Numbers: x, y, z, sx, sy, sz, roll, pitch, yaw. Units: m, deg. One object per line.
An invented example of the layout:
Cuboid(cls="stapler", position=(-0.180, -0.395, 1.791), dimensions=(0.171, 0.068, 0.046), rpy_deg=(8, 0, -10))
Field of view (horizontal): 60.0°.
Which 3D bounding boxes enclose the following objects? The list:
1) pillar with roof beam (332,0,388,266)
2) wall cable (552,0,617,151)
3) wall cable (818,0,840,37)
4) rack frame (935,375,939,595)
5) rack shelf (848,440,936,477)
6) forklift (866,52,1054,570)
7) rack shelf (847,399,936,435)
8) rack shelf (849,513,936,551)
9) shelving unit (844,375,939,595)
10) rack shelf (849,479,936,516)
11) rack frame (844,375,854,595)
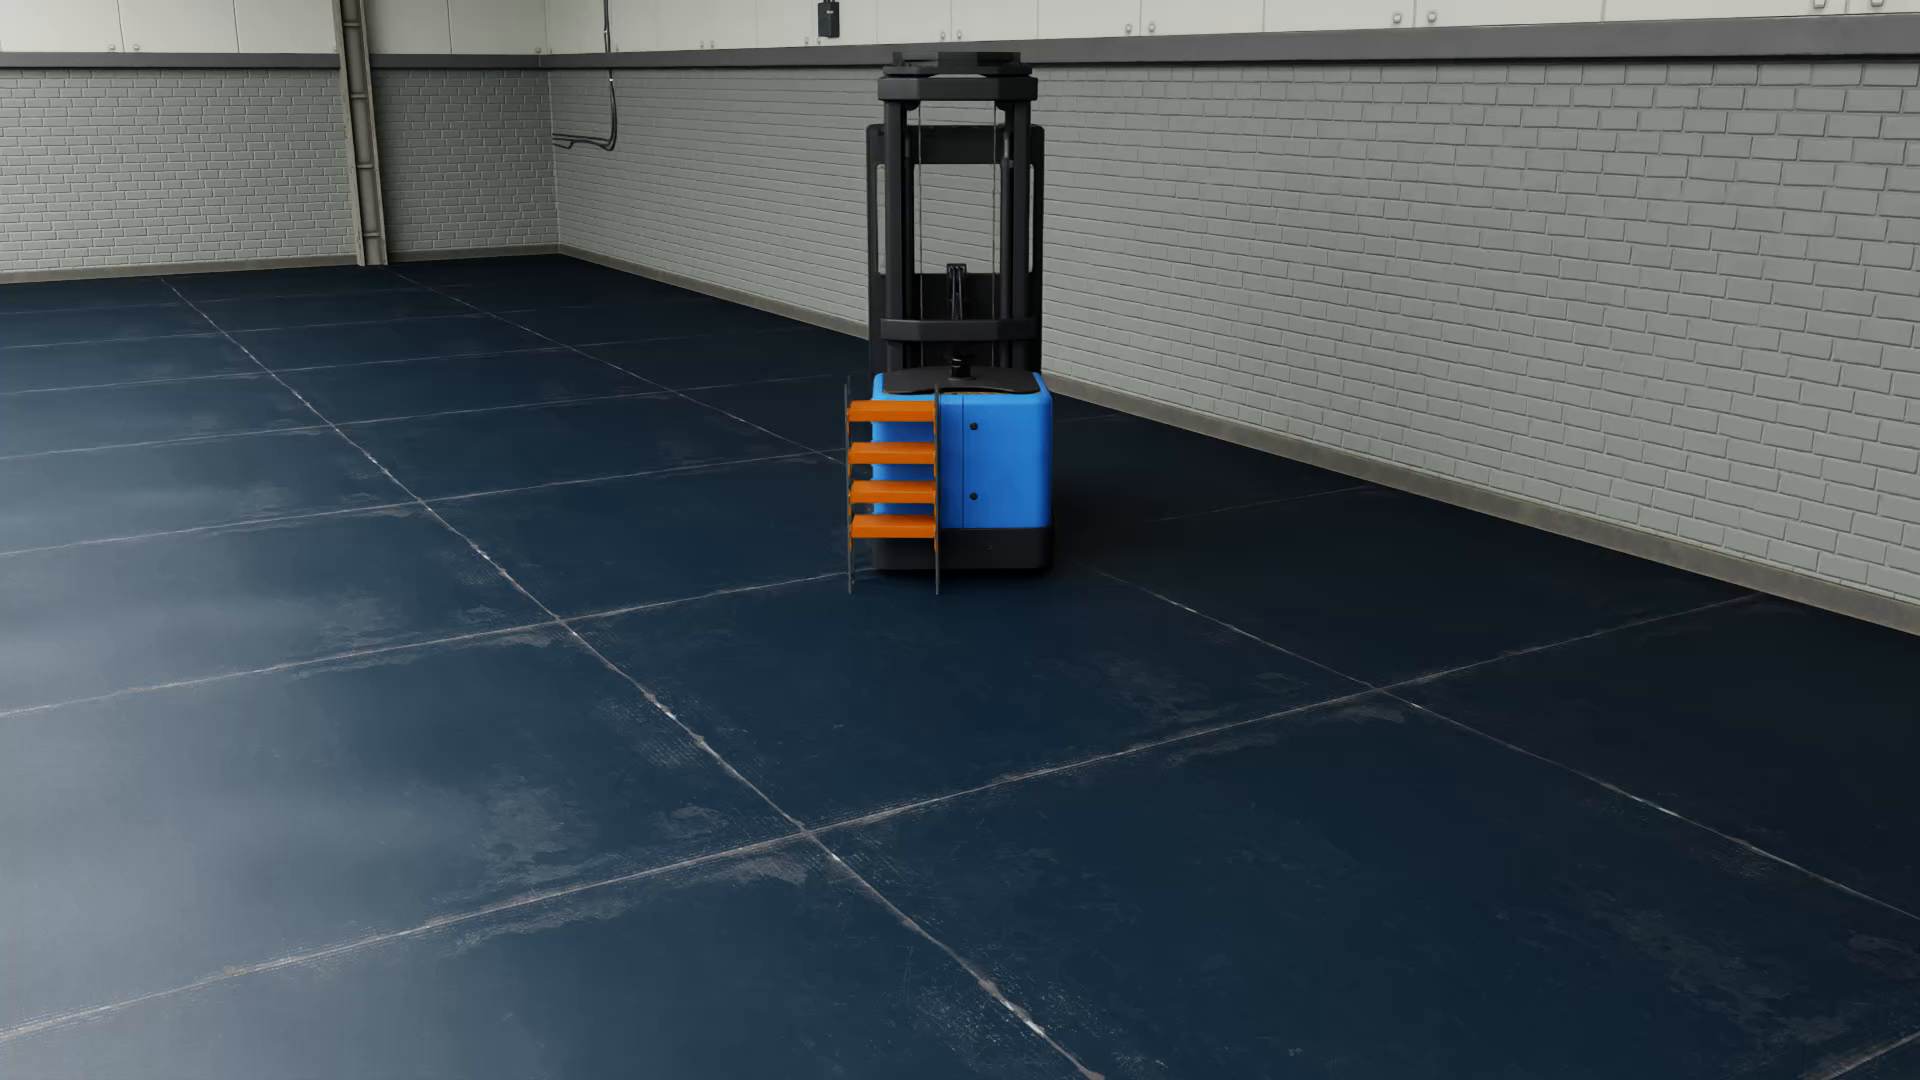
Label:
Cuboid(cls="pillar with roof beam", position=(-6.782, -7.561, 20.711), dimensions=(0.400, 9.000, 9.100), rpy_deg=(-9, 18, -30))
Cuboid(cls="wall cable", position=(-5.793, -7.166, 25.053), dimensions=(0.112, 2.526, 3.097), rpy_deg=(-9, 18, -30))
Cuboid(cls="wall cable", position=(-0.917, -8.100, 16.332), dimensions=(0.169, 6.003, 2.305), rpy_deg=(-9, 18, -30))
Cuboid(cls="rack frame", position=(-0.127, -0.301, 9.250), dimensions=(0.015, 1.200, 0.240), rpy_deg=(0, 17, 0))
Cuboid(cls="rack shelf", position=(-0.371, -0.451, 9.208), dimensions=(0.480, 0.148, 0.258), rpy_deg=(0, 17, 0))
Cuboid(cls="forklift", position=(-0.041, -1.583, 10.628), dimensions=(1.130, 2.935, 3.031), rpy_deg=(-1, 16, -2))
Cuboid(cls="rack shelf", position=(-0.371, -0.678, 9.140), dimensions=(0.480, 0.148, 0.258), rpy_deg=(0, 17, 0))
Cuboid(cls="rack shelf", position=(-0.371, -0.047, 9.329), dimensions=(0.480, 0.148, 0.258), rpy_deg=(0, 17, 0))
Cuboid(cls="shelving unit", position=(-0.371, -0.301, 9.252), dimensions=(0.503, 1.200, 0.258), rpy_deg=(0, 17, 0))
Cuboid(cls="rack shelf", position=(-0.371, -0.237, 9.272), dimensions=(0.480, 0.148, 0.258), rpy_deg=(0, 17, 0))
Cuboid(cls="rack frame", position=(-0.615, -0.302, 9.254), dimensions=(0.015, 1.200, 0.240), rpy_deg=(0, 17, 0))
